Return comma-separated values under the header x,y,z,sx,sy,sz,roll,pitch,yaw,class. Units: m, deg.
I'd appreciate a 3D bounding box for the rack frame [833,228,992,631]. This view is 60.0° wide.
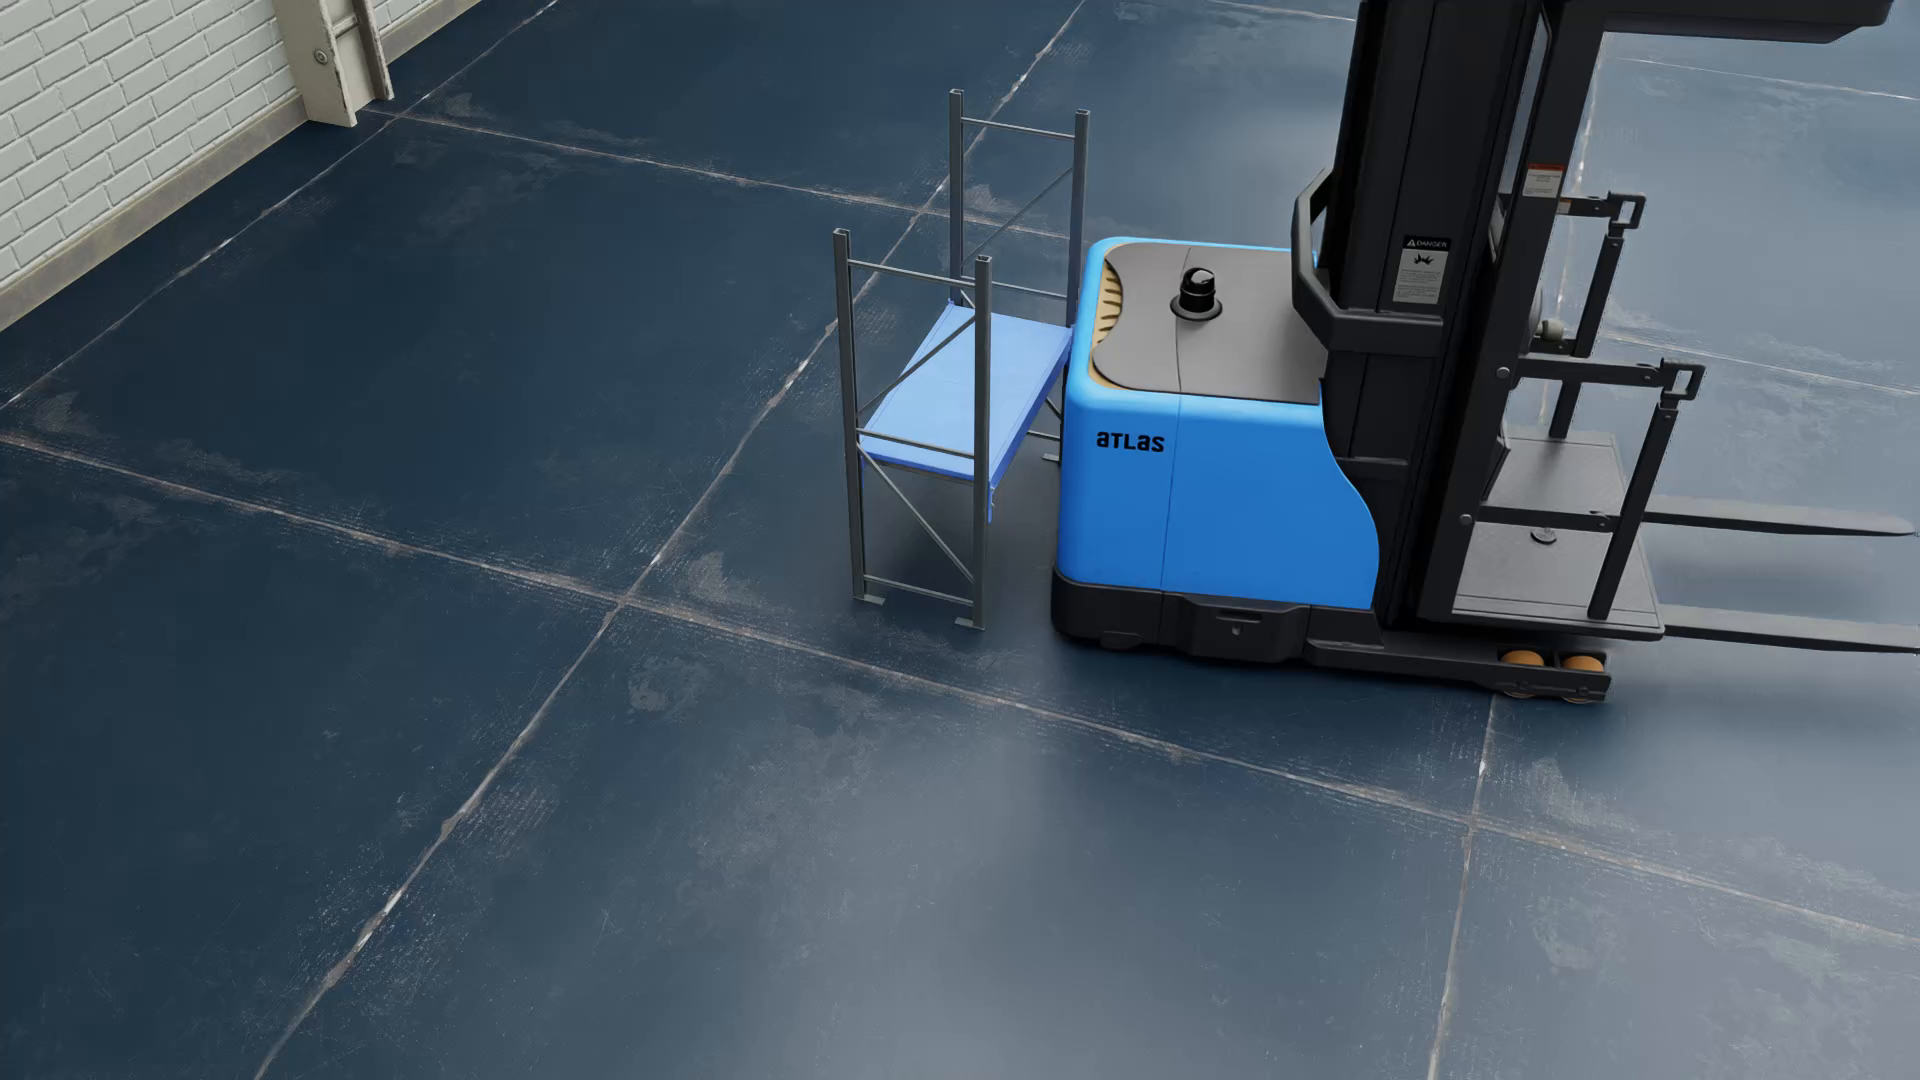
x,y,z,sx,sy,sz,roll,pitch,yaw,class
-0.145,-0.313,5.461,0.500,1.500,0.032,13,42,15,rack frame

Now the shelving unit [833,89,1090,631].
x,y,z,sx,sy,sz,roll,pitch,yaw,class
0.029,-0.623,5.824,0.538,1.500,1.048,13,42,15,shelving unit

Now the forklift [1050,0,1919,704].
x,y,z,sx,sy,sz,roll,pitch,yaw,class
1.877,-0.934,5.087,3.031,2.935,1.130,5,41,6,forklift

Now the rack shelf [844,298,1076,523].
x,y,z,sx,sy,sz,roll,pitch,yaw,class
0.029,-0.486,5.941,0.538,0.185,1.000,13,42,15,rack shelf

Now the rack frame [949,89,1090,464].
x,y,z,sx,sy,sz,roll,pitch,yaw,class
0.203,-0.933,6.188,0.500,1.500,0.032,13,42,15,rack frame

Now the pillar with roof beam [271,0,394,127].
x,y,z,sx,sy,sz,roll,pitch,yaw,class
0.743,-4.810,4.954,9.100,9.000,0.400,13,42,15,pillar with roof beam
